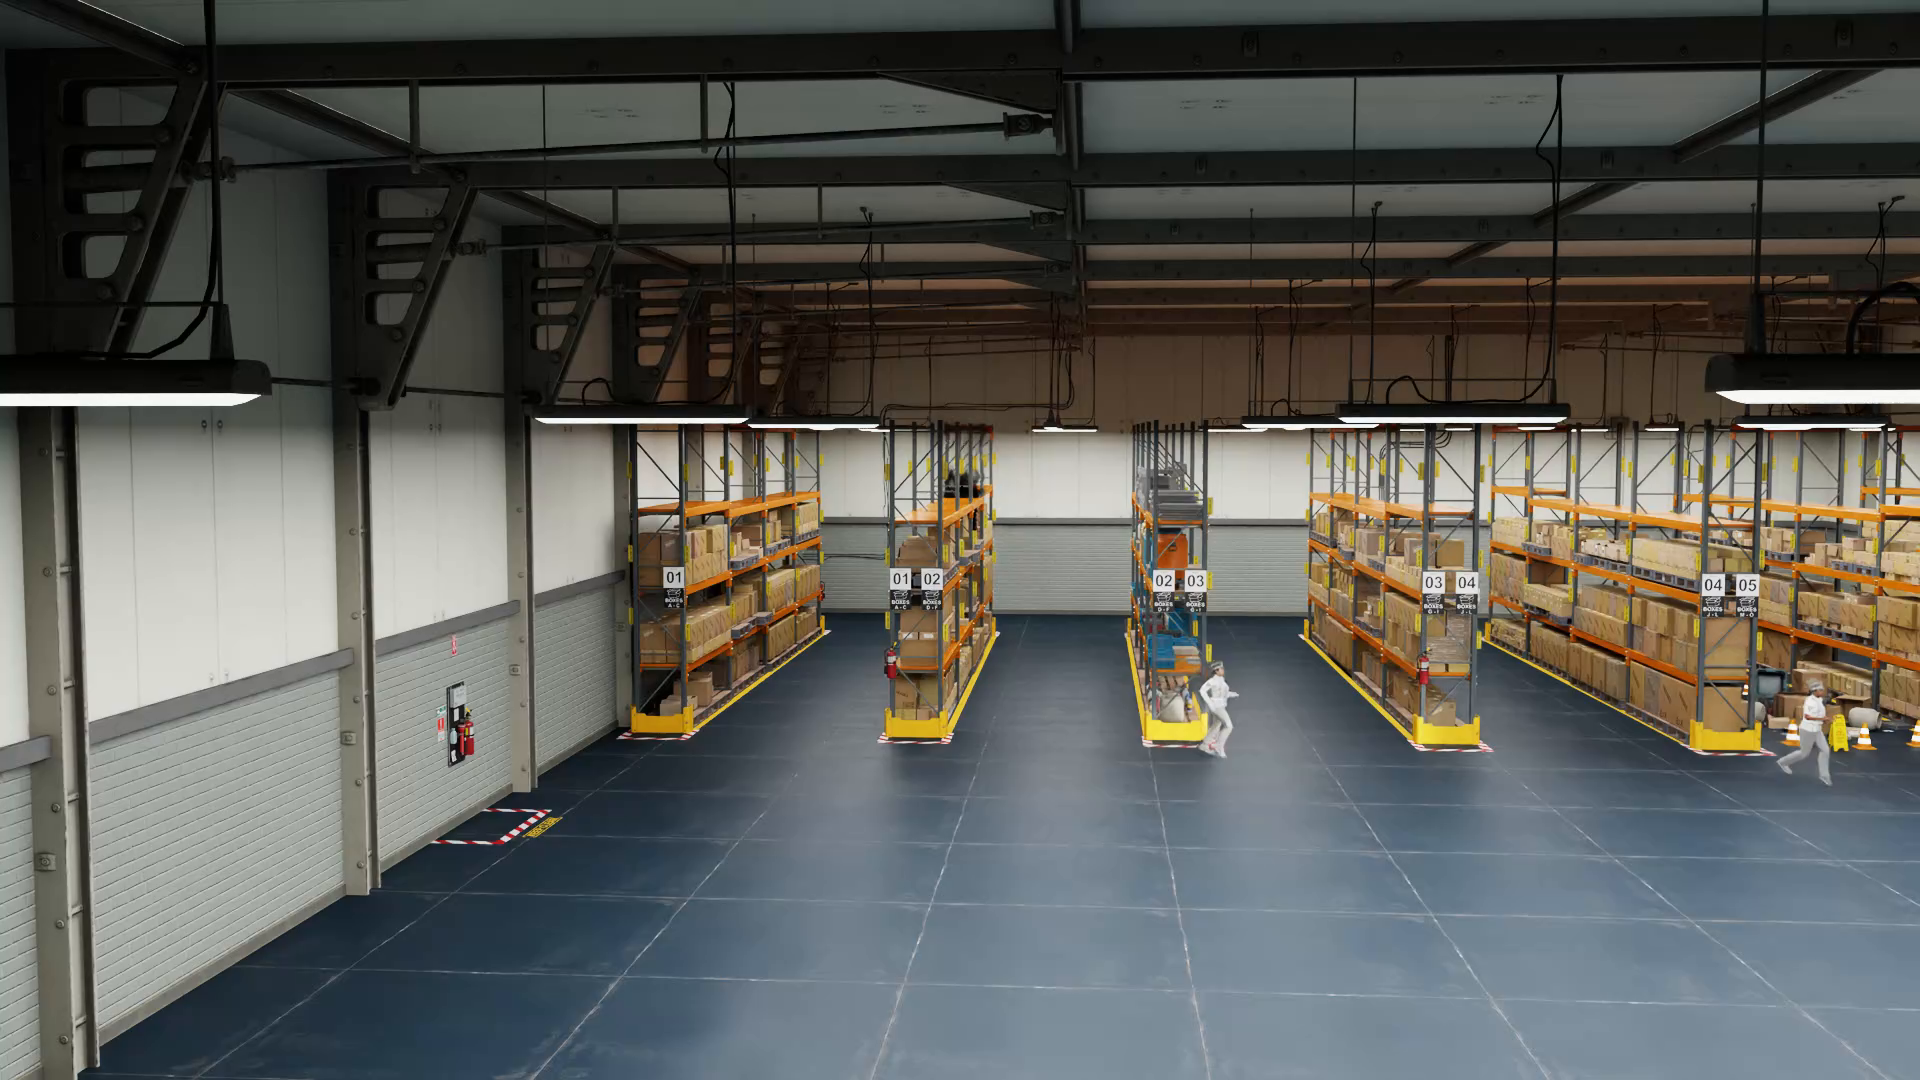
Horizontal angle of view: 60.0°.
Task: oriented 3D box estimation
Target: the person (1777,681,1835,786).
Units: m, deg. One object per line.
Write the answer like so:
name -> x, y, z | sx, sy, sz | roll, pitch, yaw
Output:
person -> 13.975, 3.171, 27.410 | 0.593, 1.743, 0.910 | -3, 5, -42

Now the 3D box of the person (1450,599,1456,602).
person -> 14.113, 1.958, 46.905 | 0.546, 1.650, 0.666 | -3, 5, -42

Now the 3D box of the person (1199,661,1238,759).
person -> 4.598, 3.014, 29.537 | 0.699, 1.728, 0.581 | 2, 4, 23
